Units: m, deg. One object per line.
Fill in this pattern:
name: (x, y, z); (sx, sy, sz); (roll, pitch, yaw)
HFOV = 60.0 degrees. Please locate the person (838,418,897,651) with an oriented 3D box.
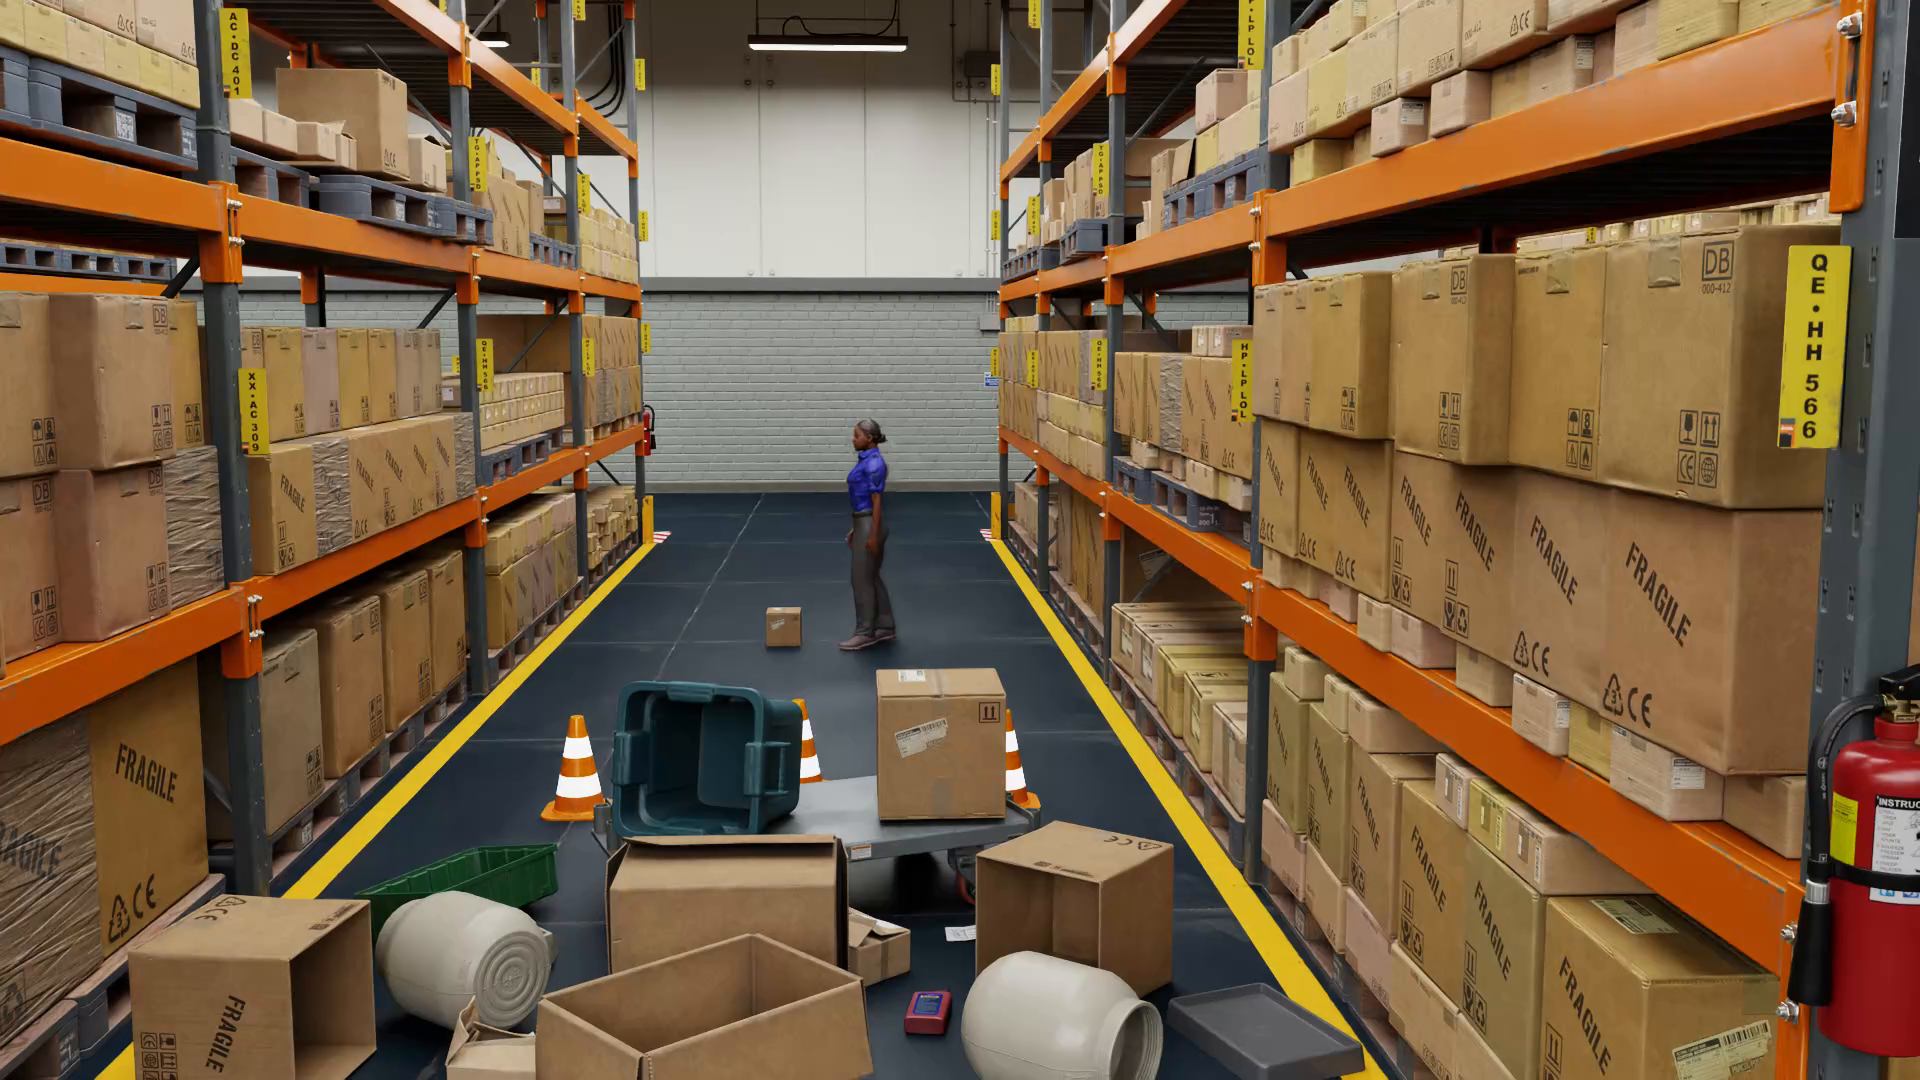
person: (-0.688, -0.054, 12.169); (0.469, 1.669, 0.464); (-1, 7, -10)
